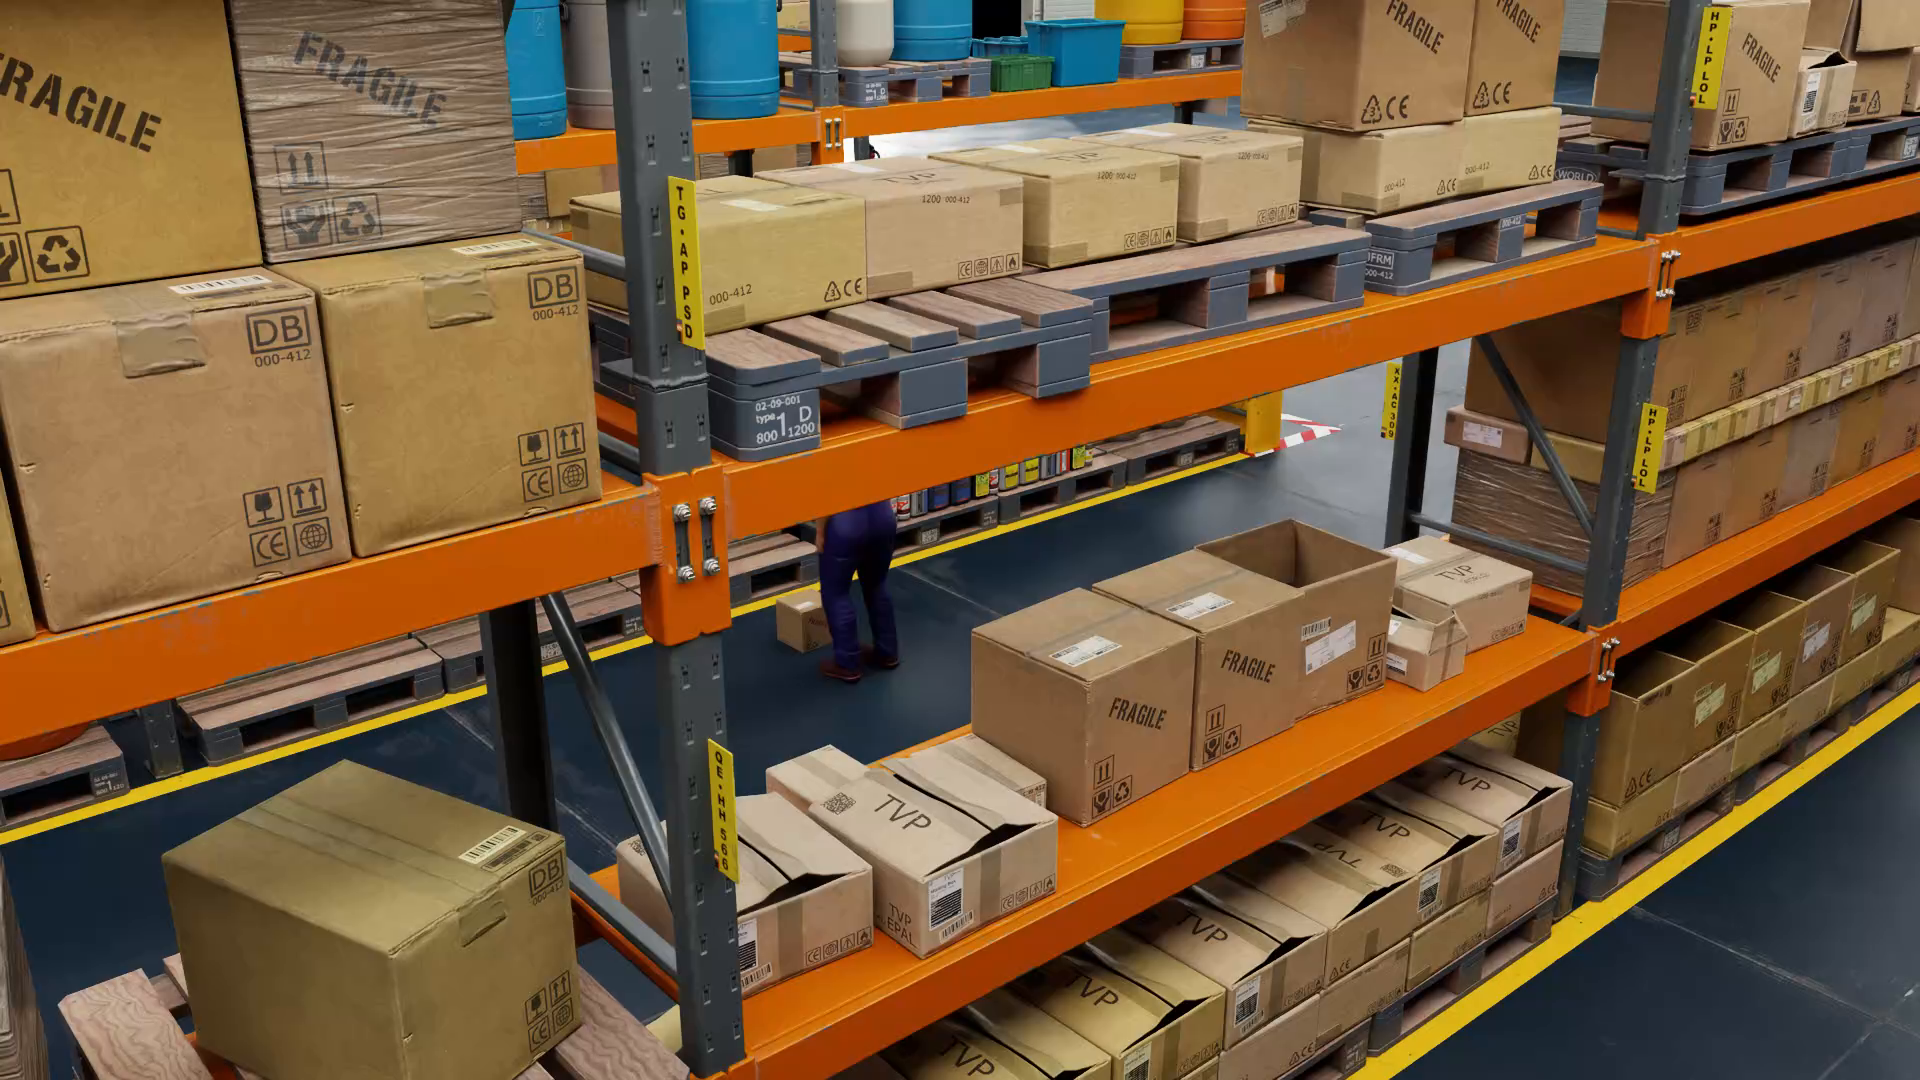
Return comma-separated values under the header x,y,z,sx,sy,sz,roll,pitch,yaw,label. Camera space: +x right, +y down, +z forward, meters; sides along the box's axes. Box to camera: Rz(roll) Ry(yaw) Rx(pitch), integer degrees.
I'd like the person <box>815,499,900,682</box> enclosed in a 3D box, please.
x,y,z,sx,sy,sz,roll,pitch,yaw,label
-0.572,-0.065,8.783,0.469,1.646,0.326,-17,27,-36,person
